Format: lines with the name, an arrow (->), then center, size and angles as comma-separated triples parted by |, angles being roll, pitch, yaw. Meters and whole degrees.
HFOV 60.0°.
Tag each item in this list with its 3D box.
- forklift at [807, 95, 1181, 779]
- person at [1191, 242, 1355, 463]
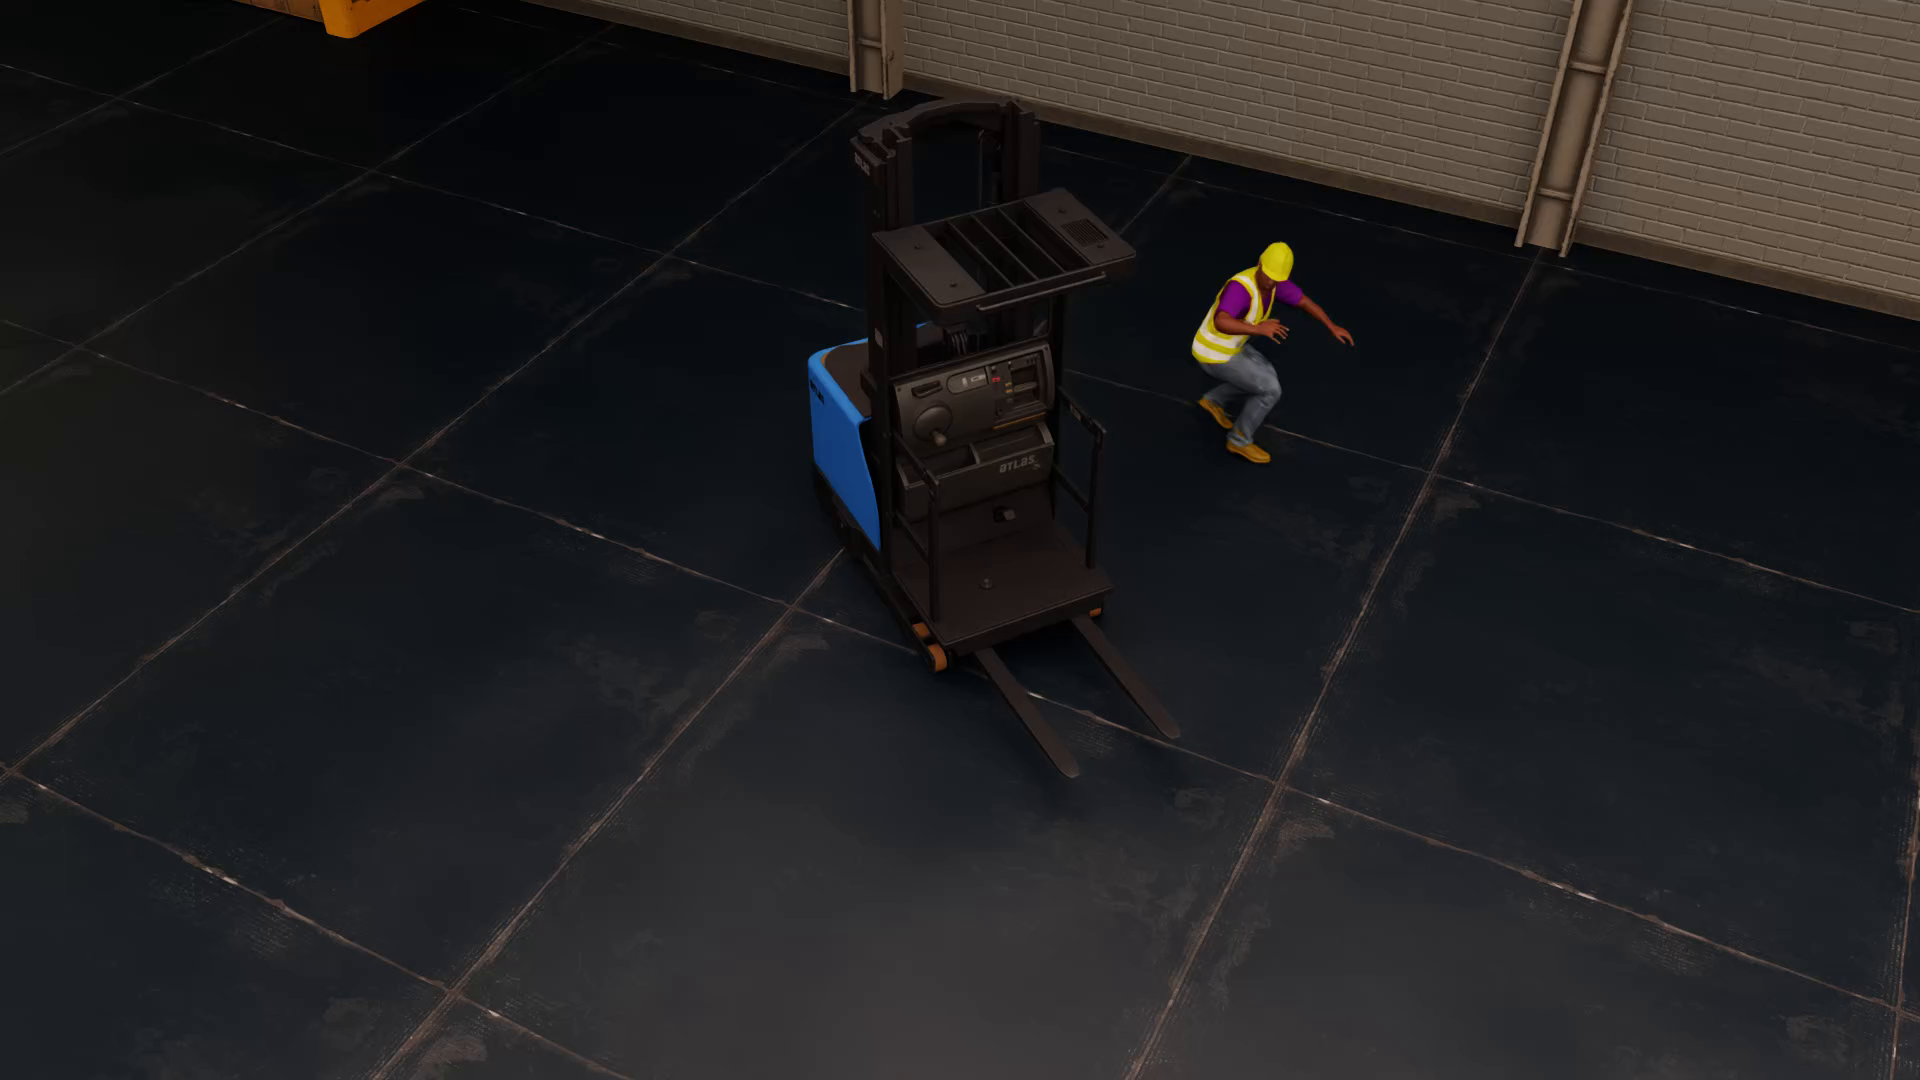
forklift -> 0.183, -0.704, 8.822 | 1.130, 2.935, 3.031 | -18, 43, -20
person -> 1.960, -1.183, 10.528 | 0.991, 1.477, 0.837 | 12, 42, 14
